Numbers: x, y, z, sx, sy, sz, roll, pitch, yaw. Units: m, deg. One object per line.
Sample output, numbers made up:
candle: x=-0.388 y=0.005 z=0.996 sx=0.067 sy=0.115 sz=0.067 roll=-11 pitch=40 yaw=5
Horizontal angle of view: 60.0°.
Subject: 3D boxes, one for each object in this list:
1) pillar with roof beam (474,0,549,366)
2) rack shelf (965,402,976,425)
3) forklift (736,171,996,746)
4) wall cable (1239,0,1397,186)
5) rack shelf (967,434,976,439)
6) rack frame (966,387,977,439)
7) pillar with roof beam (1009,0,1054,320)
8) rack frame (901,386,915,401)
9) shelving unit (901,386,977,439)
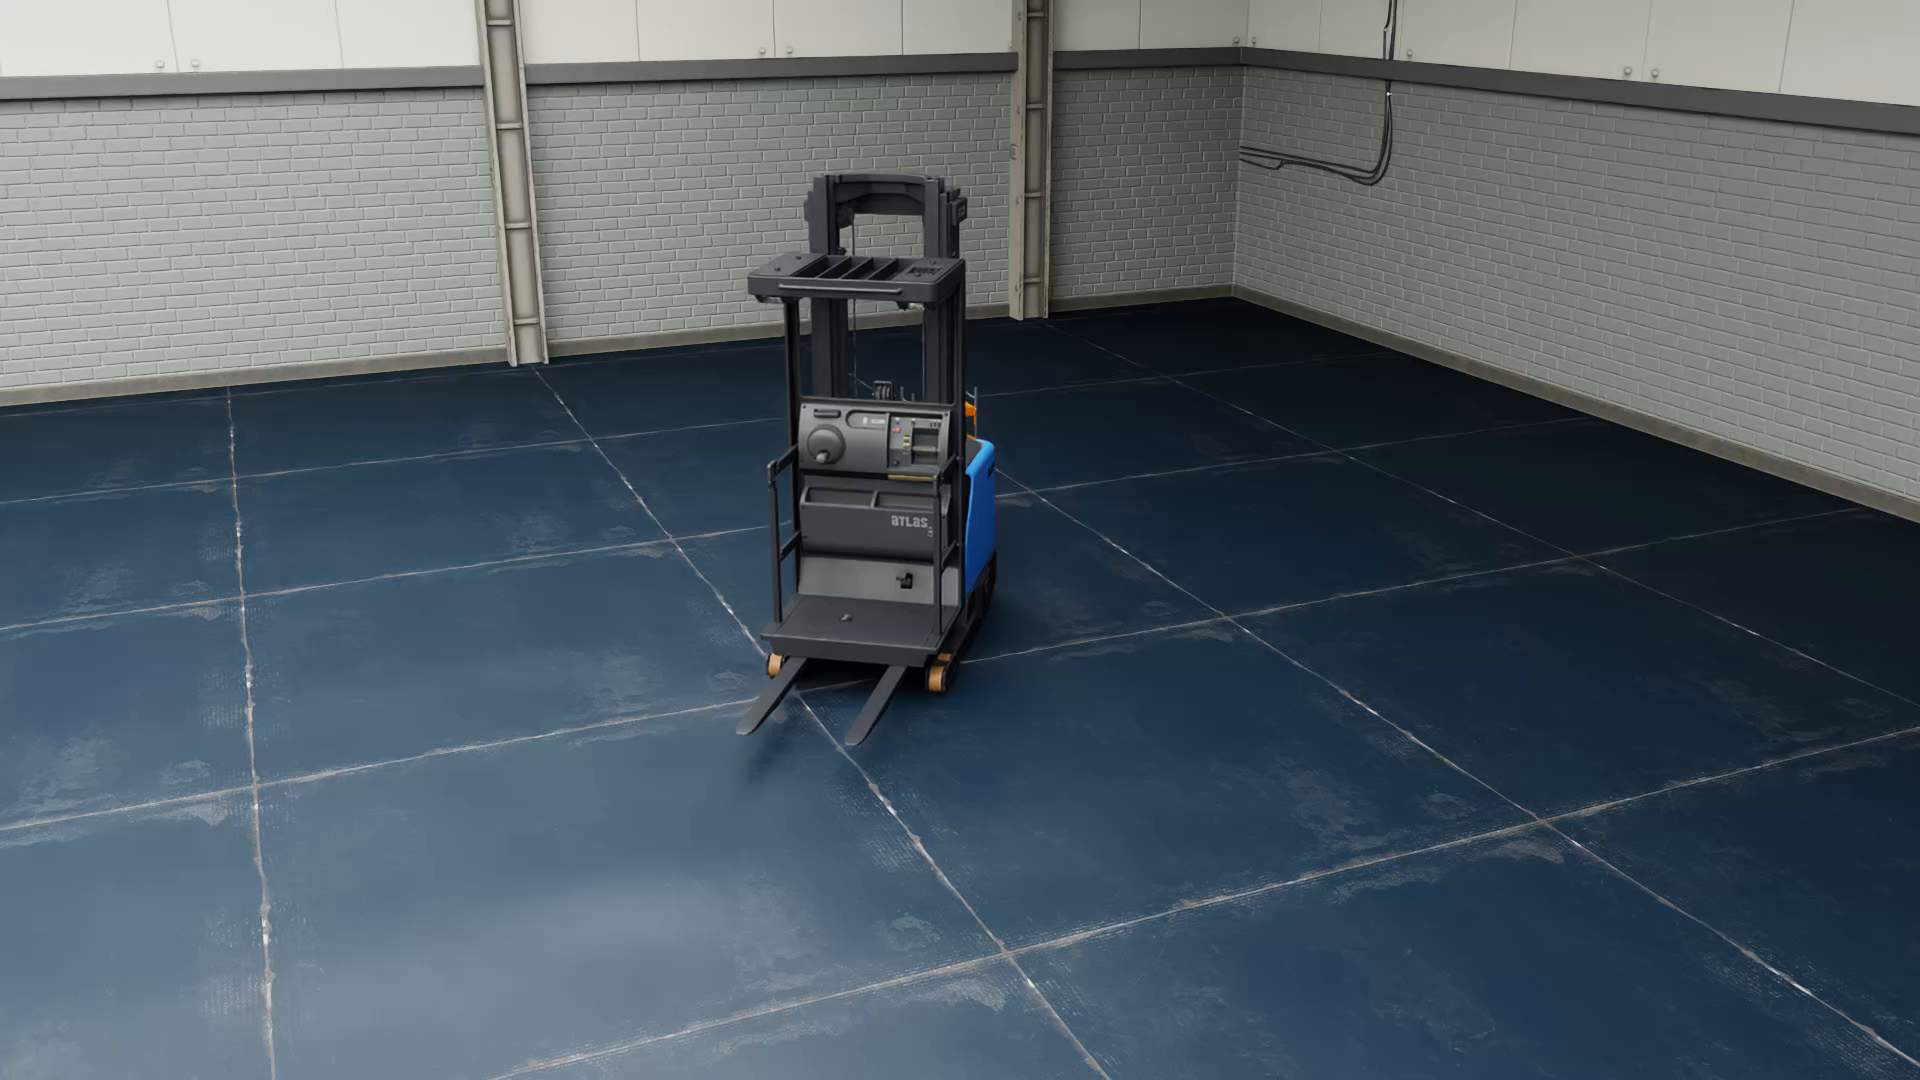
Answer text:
pillar with roof beam: x=-2.970 y=-4.864 z=12.785 sx=0.400 sy=9.000 sz=9.100 roll=-8 pitch=21 yaw=-22
rack shelf: x=-0.152 y=-0.915 z=12.130 sx=0.480 sy=0.148 sz=0.258 roll=-8 pitch=21 yaw=-22
forklift: x=-0.559 y=-0.603 z=9.820 sx=1.130 sy=2.935 sz=3.031 roll=4 pitch=20 yaw=11
wall cable: x=4.063 y=-5.485 z=19.227 sx=0.112 sy=2.526 sz=3.097 roll=-8 pitch=21 yaw=-22
rack shelf: x=-0.152 y=-0.692 z=12.209 sx=0.480 sy=0.148 sz=0.258 roll=-8 pitch=21 yaw=-22
rack frame: x=0.072 y=-0.576 z=12.352 sx=0.015 sy=1.200 sz=0.240 roll=-8 pitch=21 yaw=-22
pillar with roof beam: x=2.539 y=-5.653 z=15.027 sx=0.400 sy=9.000 sz=9.100 roll=-8 pitch=21 yaw=-22
rack frame: x=-0.376 y=-0.512 z=12.170 sx=0.015 sy=1.200 sz=0.240 roll=-8 pitch=21 yaw=-22
shelving unit: x=-0.152 y=-0.544 z=12.261 sx=0.503 sy=1.200 sz=0.258 roll=-8 pitch=21 yaw=-22
